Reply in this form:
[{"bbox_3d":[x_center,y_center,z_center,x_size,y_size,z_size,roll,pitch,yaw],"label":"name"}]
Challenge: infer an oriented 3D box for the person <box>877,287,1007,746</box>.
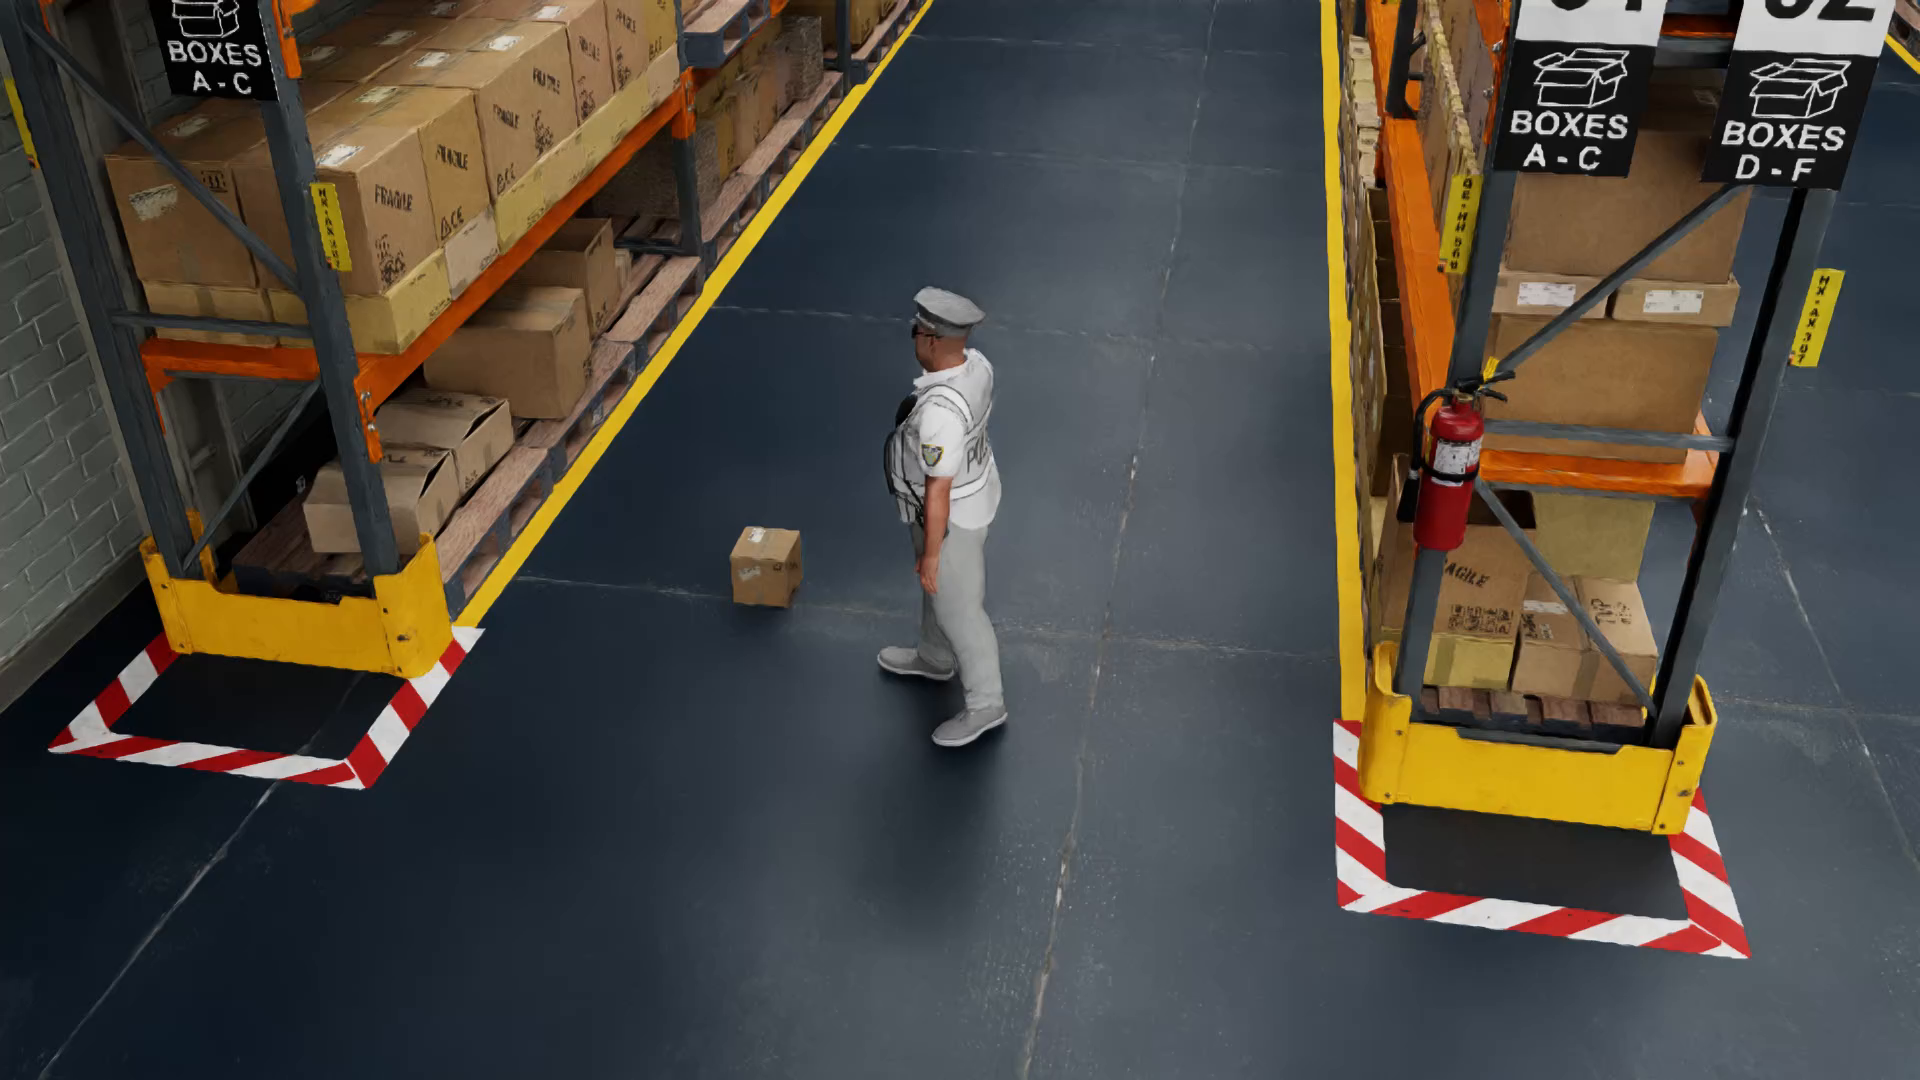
[{"bbox_3d":[-0.078,-0.128,6.297,0.592,1.750,0.717,6,33,10],"label":"person"}]
